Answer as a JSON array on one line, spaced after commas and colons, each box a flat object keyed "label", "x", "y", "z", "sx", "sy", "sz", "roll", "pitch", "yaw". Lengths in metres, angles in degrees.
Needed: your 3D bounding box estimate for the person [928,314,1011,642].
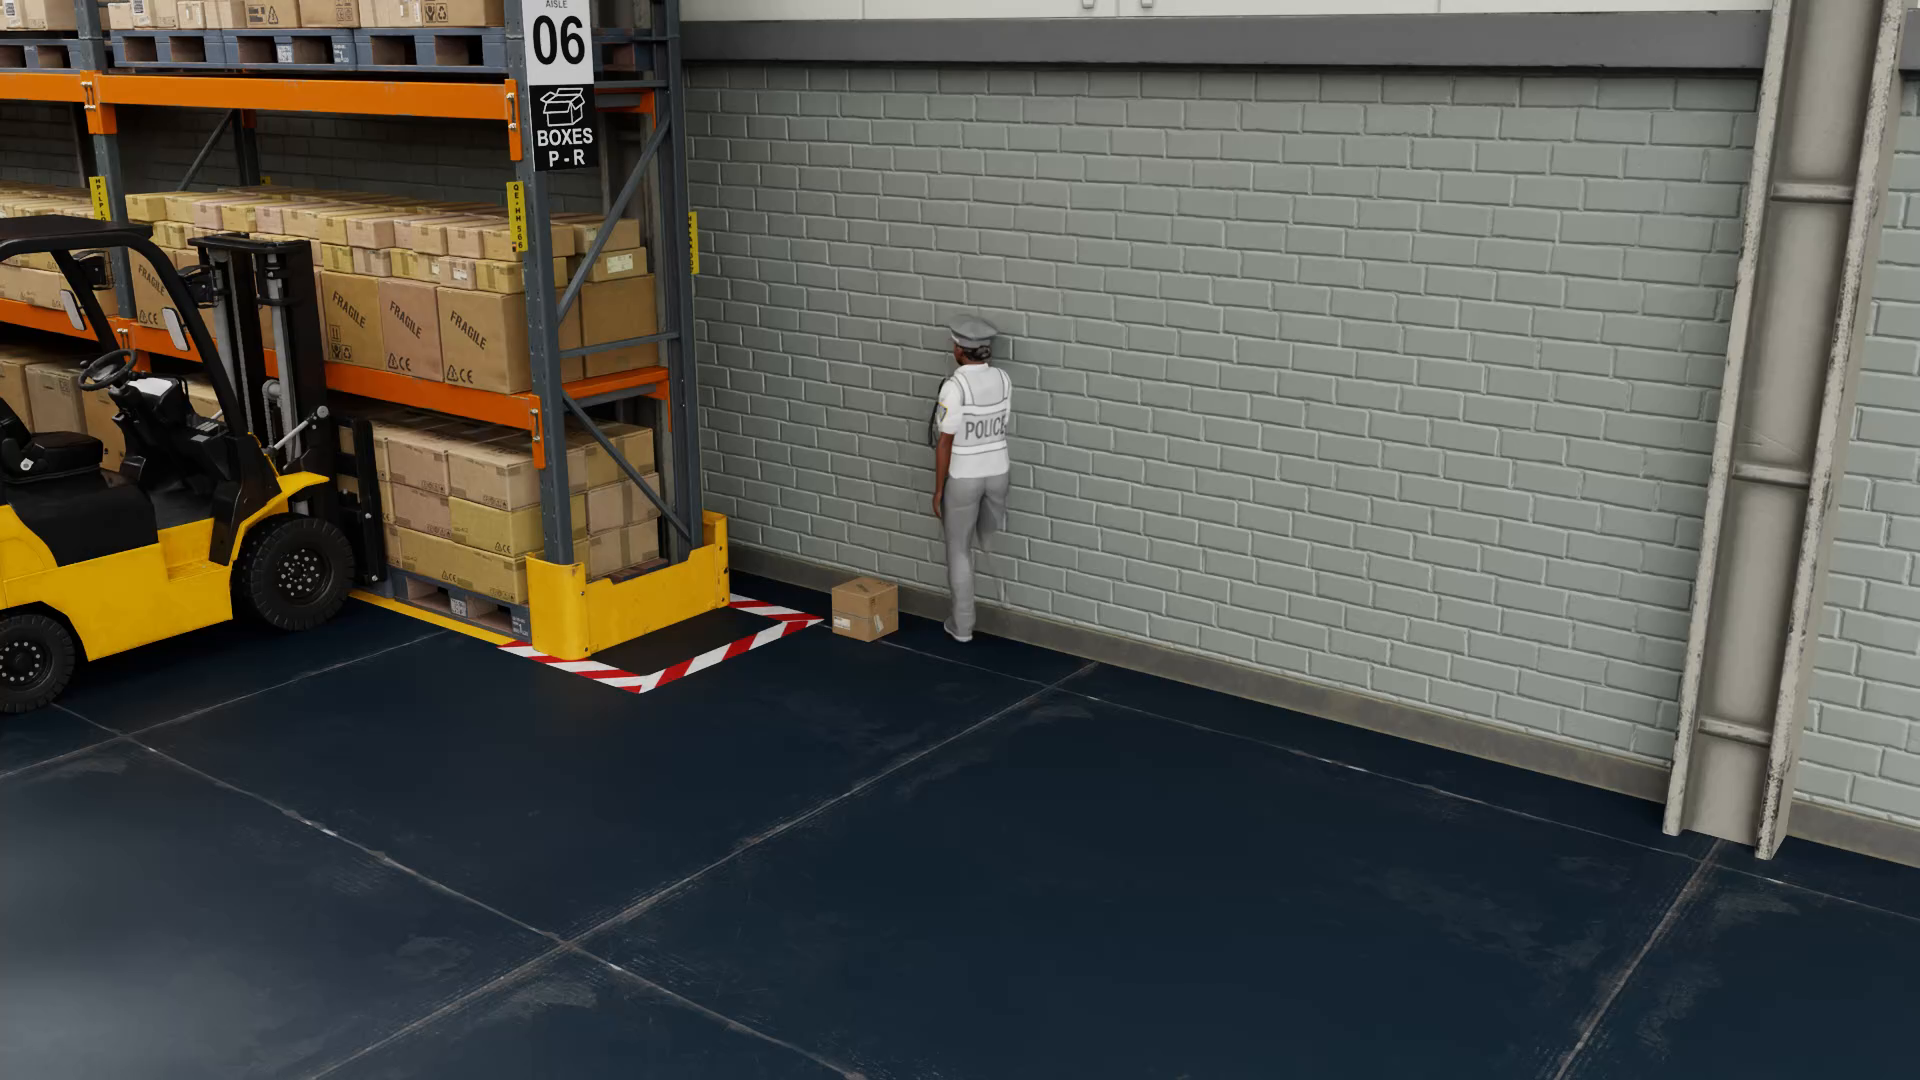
[{"label": "person", "x": 0.045, "y": -0.312, "z": 8.539, "sx": 0.506, "sy": 1.700, "sz": 0.436, "roll": -13, "pitch": 21, "yaw": -36}]
